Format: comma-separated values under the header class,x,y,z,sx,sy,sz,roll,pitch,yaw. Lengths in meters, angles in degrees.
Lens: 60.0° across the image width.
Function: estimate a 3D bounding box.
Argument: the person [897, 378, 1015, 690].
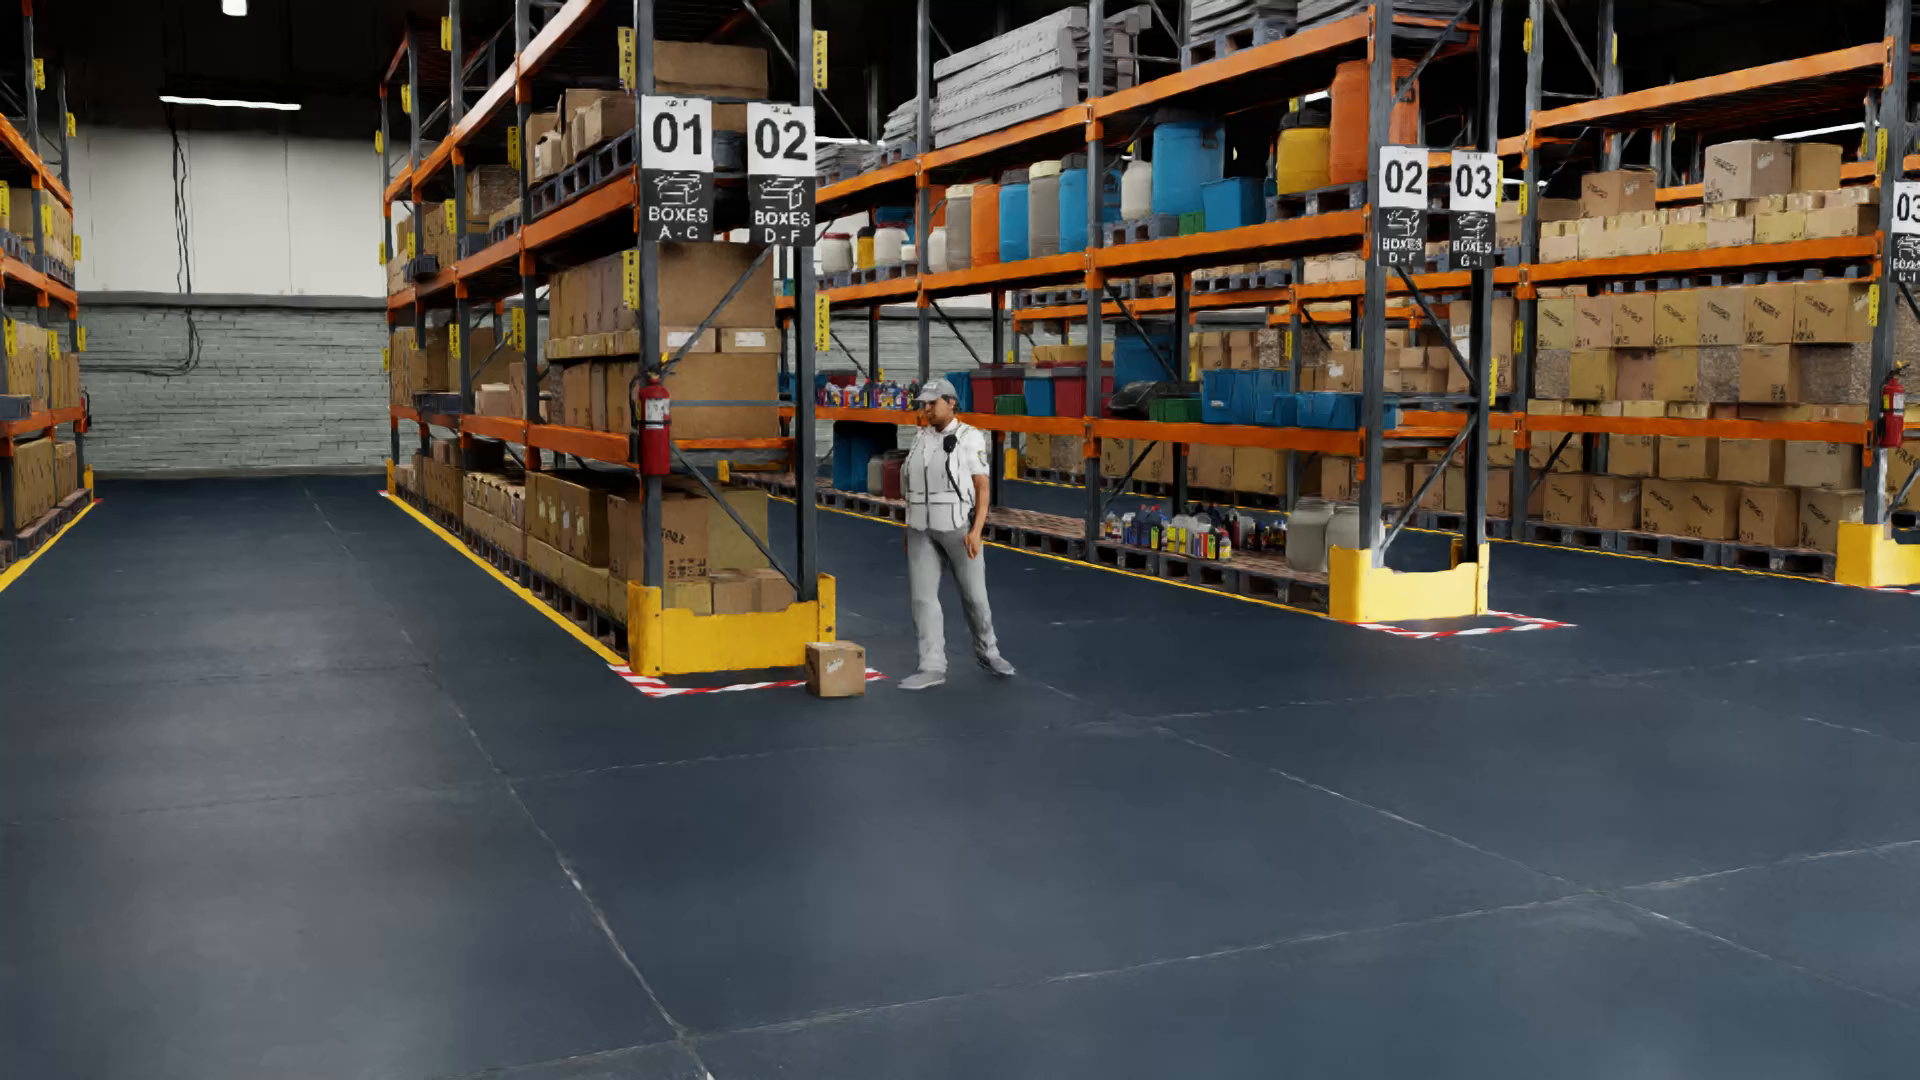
class,x,y,z,sx,sy,sz,roll,pitch,yaw
person,-0.056,-0.044,9.003,0.605,1.655,0.662,3,6,28
